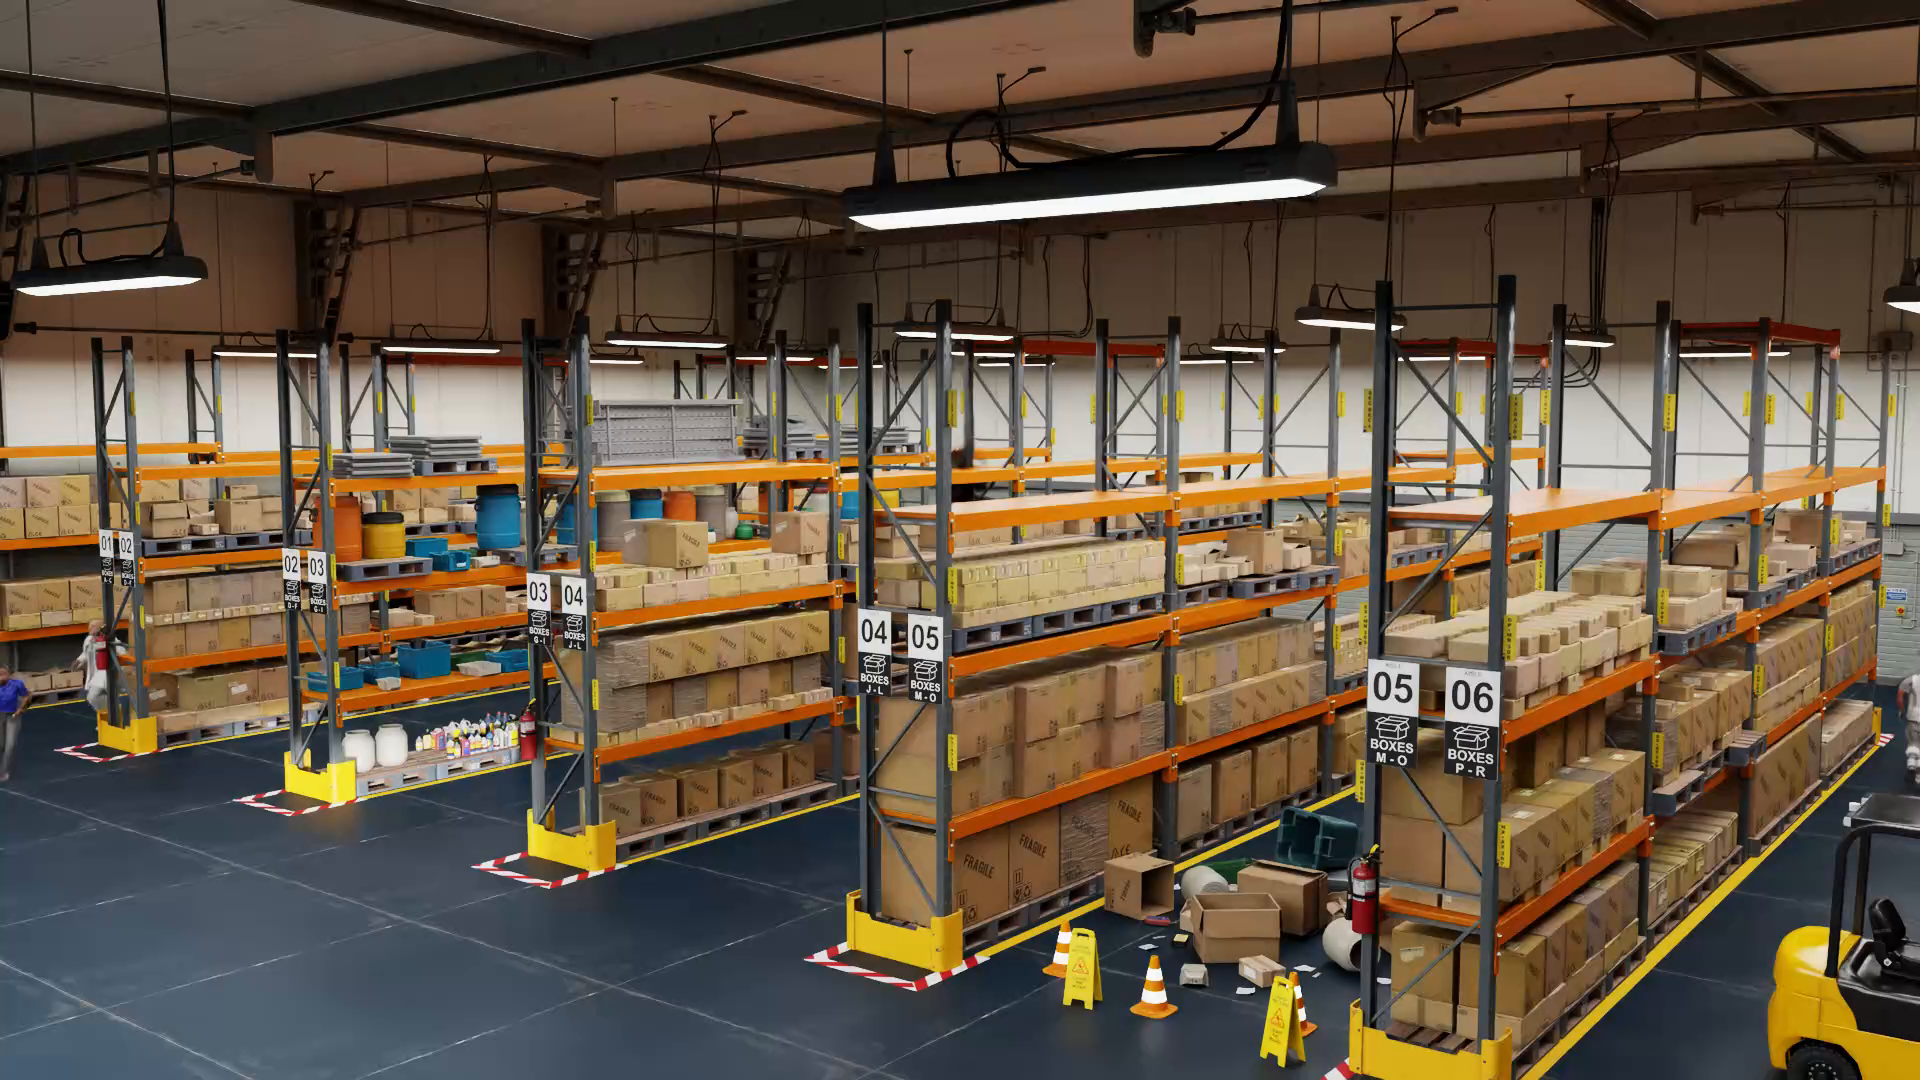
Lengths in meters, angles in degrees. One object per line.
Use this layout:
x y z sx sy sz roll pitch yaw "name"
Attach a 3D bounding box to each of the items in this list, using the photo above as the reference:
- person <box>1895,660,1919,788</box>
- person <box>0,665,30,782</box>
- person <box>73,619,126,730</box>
12.753 2.373 21.981 0.659 1.744 0.578 3 6 34 "person"
-12.904 2.447 22.524 0.567 1.584 0.793 -3 6 -30 "person"
-13.276 2.088 25.591 0.729 1.715 0.648 2 5 22 "person"
